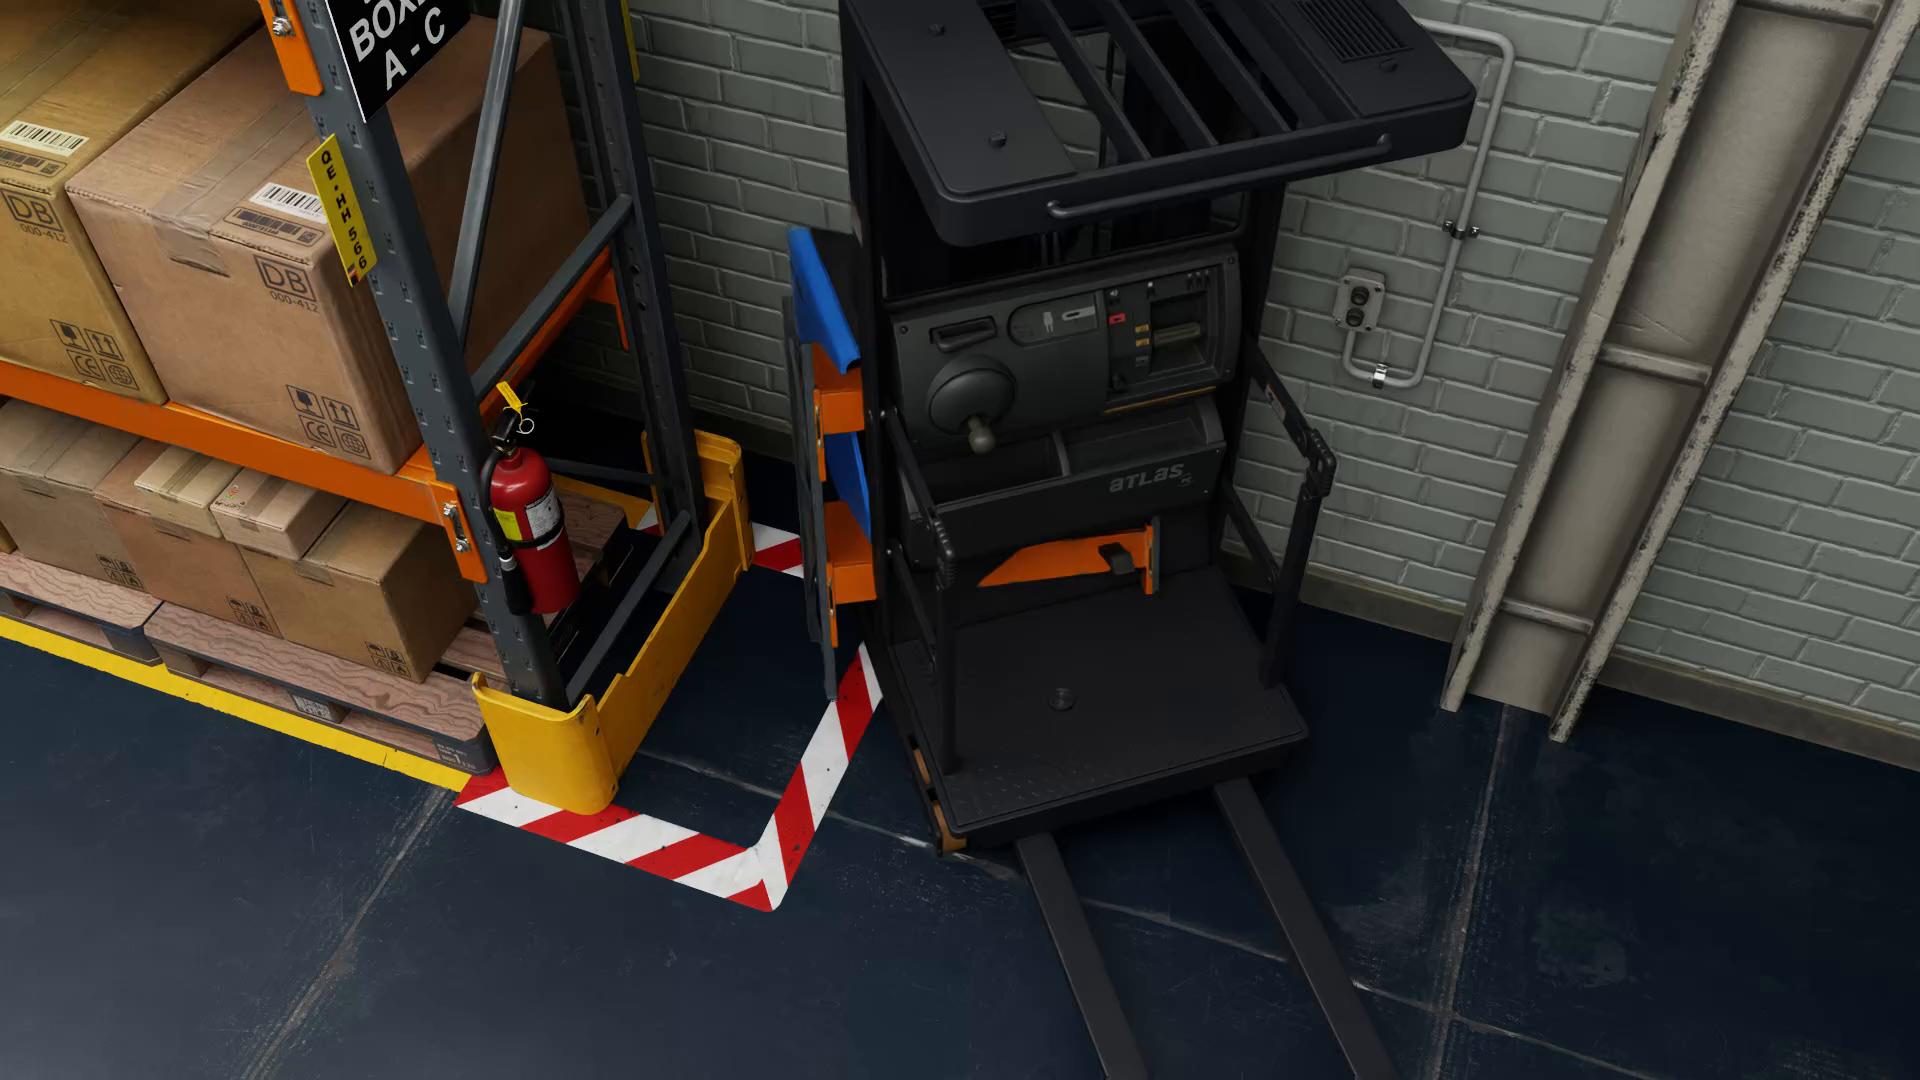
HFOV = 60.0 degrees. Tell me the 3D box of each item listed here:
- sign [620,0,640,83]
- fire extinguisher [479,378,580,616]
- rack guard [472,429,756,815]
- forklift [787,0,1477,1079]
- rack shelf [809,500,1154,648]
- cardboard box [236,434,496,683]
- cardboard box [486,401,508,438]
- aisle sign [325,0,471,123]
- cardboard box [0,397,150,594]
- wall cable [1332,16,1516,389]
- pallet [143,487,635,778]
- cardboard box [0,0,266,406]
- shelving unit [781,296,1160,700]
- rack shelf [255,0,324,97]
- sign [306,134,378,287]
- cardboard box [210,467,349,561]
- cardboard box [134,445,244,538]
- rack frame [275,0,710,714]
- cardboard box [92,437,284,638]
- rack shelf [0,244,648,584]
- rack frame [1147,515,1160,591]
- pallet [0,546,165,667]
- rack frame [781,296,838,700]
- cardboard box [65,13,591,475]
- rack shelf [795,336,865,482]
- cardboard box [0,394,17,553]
[{"bbox_3d":[-0.871,-1.302,4.268,0.005,0.325,0.100,16,51,13],"label":"sign"},{"bbox_3d":[-1.087,-0.087,4.138,0.183,0.674,0.296,16,51,13],"label":"fire extinguisher"},{"bbox_3d":[-1.046,0.224,5.225,0.348,0.500,1.175,16,51,13],"label":"rack guard"},{"bbox_3d":[0.354,-0.382,4.142,1.130,2.935,3.031,-13,50,-11],"label":"forklift"},{"bbox_3d":[0.049,0.038,5.234,1.000,0.278,0.538,-7,25,-10],"label":"rack shelf"},{"bbox_3d":[-1.760,-0.032,5.169,0.500,0.500,0.700,16,51,13],"label":"cardboard box"},{"bbox_3d":[-1.573,-0.354,5.018,0.250,0.149,0.380,16,51,13],"label":"cardboard box"},{"bbox_3d":[-1.105,-1.221,3.103,0.004,0.787,0.394,16,51,13],"label":"aisle sign"},{"bbox_3d":[-2.701,-0.294,5.396,0.500,0.500,0.700,14,51,12],"label":"cardboard box"},{"bbox_3d":[0.460,-1.269,4.192,1.851,1.984,0.084,16,51,13],"label":"wall cable"},{"bbox_3d":[-1.846,0.159,5.473,1.213,0.211,1.003,16,51,13],"label":"pallet"},{"bbox_3d":[-2.237,-1.008,4.440,0.700,0.700,0.980,15,51,13],"label":"cardboard box"},{"bbox_3d":[0.041,-0.185,5.133,1.048,1.125,0.538,-7,25,-10],"label":"shelving unit"},{"bbox_3d":[-2.945,-1.871,3.878,4.000,0.370,1.077,16,51,13],"label":"rack shelf"},{"bbox_3d":[-1.270,-0.677,3.428,0.005,0.325,0.100,16,51,13],"label":"sign"},{"bbox_3d":[-1.943,-0.149,4.841,0.250,0.149,0.380,15,51,13],"label":"cardboard box"},{"bbox_3d":[-2.183,-0.215,4.899,0.250,0.149,0.380,17,51,14],"label":"cardboard box"},{"bbox_3d":[-1.069,-0.601,4.286,0.127,3.000,1.000,16,51,13],"label":"rack frame"},{"bbox_3d":[-2.229,-0.163,5.283,0.500,0.500,0.700,15,51,13],"label":"cardboard box"},{"bbox_3d":[-2.945,-0.889,5.012,4.000,0.370,1.077,16,51,13],"label":"rack shelf"},{"bbox_3d":[0.538,-0.243,5.221,0.032,1.125,0.500,-7,25,-10],"label":"rack frame"},{"bbox_3d":[-2.986,-0.162,5.751,1.213,0.211,1.003,16,51,13],"label":"pallet"},{"bbox_3d":[-0.456,-0.127,5.045,0.032,1.125,0.500,-7,25,-10],"label":"rack frame"},{"bbox_3d":[-1.550,-0.826,4.282,0.700,0.700,0.980,18,51,15],"label":"cardboard box"},{"bbox_3d":[0.031,-0.451,5.012,1.000,0.278,0.538,-7,25,-10],"label":"rack shelf"},{"bbox_3d":[-3.204,-0.429,5.513,0.500,0.500,0.700,17,51,14],"label":"cardboard box"}]
